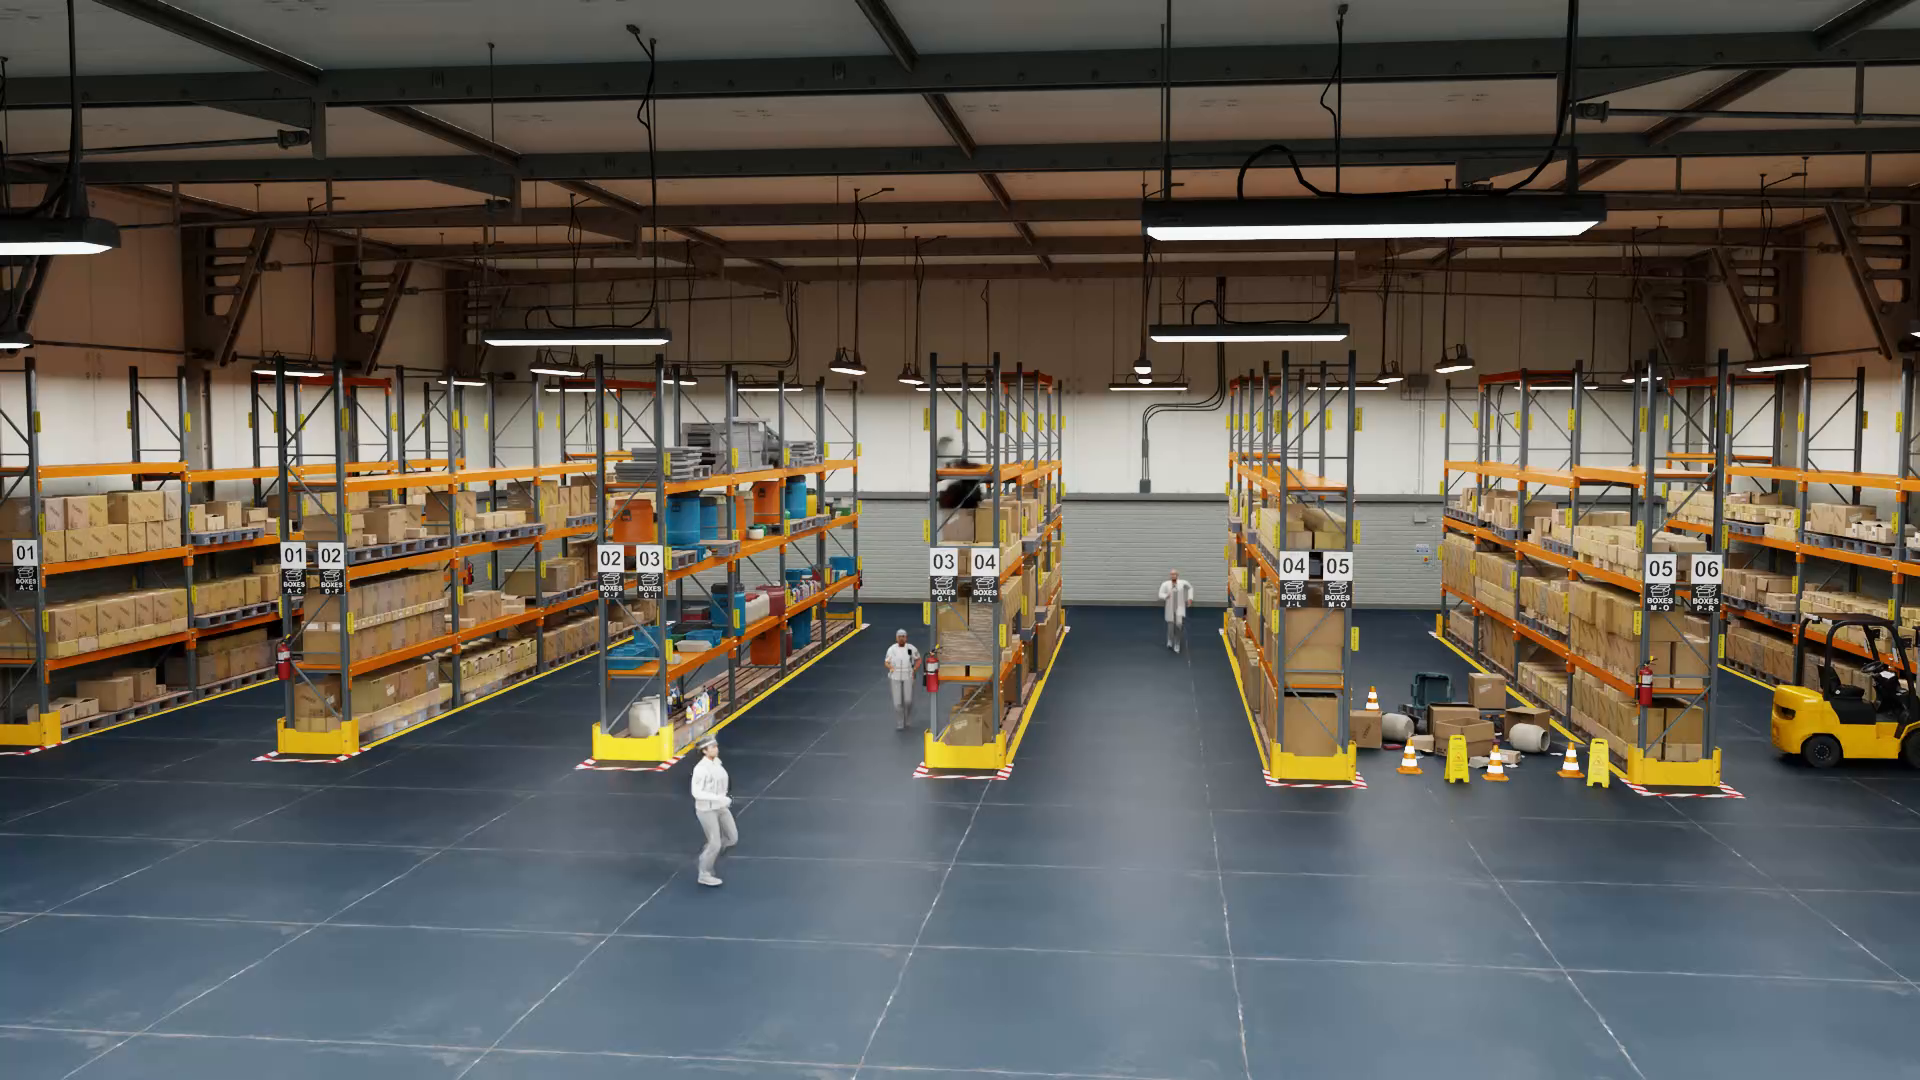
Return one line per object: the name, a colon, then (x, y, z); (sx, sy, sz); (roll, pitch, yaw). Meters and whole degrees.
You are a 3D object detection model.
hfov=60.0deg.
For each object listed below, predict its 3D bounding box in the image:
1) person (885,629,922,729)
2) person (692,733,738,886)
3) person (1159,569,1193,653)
person: (-0.936, 2.271, 27.018); (0.594, 1.624, 0.550); (0, 4, 3)
person: (-2.622, 2.901, 17.933); (0.547, 1.654, 0.605); (2, 4, 26)
person: (4.719, 1.551, 36.375); (0.727, 1.832, 0.969); (1, 4, 12)
